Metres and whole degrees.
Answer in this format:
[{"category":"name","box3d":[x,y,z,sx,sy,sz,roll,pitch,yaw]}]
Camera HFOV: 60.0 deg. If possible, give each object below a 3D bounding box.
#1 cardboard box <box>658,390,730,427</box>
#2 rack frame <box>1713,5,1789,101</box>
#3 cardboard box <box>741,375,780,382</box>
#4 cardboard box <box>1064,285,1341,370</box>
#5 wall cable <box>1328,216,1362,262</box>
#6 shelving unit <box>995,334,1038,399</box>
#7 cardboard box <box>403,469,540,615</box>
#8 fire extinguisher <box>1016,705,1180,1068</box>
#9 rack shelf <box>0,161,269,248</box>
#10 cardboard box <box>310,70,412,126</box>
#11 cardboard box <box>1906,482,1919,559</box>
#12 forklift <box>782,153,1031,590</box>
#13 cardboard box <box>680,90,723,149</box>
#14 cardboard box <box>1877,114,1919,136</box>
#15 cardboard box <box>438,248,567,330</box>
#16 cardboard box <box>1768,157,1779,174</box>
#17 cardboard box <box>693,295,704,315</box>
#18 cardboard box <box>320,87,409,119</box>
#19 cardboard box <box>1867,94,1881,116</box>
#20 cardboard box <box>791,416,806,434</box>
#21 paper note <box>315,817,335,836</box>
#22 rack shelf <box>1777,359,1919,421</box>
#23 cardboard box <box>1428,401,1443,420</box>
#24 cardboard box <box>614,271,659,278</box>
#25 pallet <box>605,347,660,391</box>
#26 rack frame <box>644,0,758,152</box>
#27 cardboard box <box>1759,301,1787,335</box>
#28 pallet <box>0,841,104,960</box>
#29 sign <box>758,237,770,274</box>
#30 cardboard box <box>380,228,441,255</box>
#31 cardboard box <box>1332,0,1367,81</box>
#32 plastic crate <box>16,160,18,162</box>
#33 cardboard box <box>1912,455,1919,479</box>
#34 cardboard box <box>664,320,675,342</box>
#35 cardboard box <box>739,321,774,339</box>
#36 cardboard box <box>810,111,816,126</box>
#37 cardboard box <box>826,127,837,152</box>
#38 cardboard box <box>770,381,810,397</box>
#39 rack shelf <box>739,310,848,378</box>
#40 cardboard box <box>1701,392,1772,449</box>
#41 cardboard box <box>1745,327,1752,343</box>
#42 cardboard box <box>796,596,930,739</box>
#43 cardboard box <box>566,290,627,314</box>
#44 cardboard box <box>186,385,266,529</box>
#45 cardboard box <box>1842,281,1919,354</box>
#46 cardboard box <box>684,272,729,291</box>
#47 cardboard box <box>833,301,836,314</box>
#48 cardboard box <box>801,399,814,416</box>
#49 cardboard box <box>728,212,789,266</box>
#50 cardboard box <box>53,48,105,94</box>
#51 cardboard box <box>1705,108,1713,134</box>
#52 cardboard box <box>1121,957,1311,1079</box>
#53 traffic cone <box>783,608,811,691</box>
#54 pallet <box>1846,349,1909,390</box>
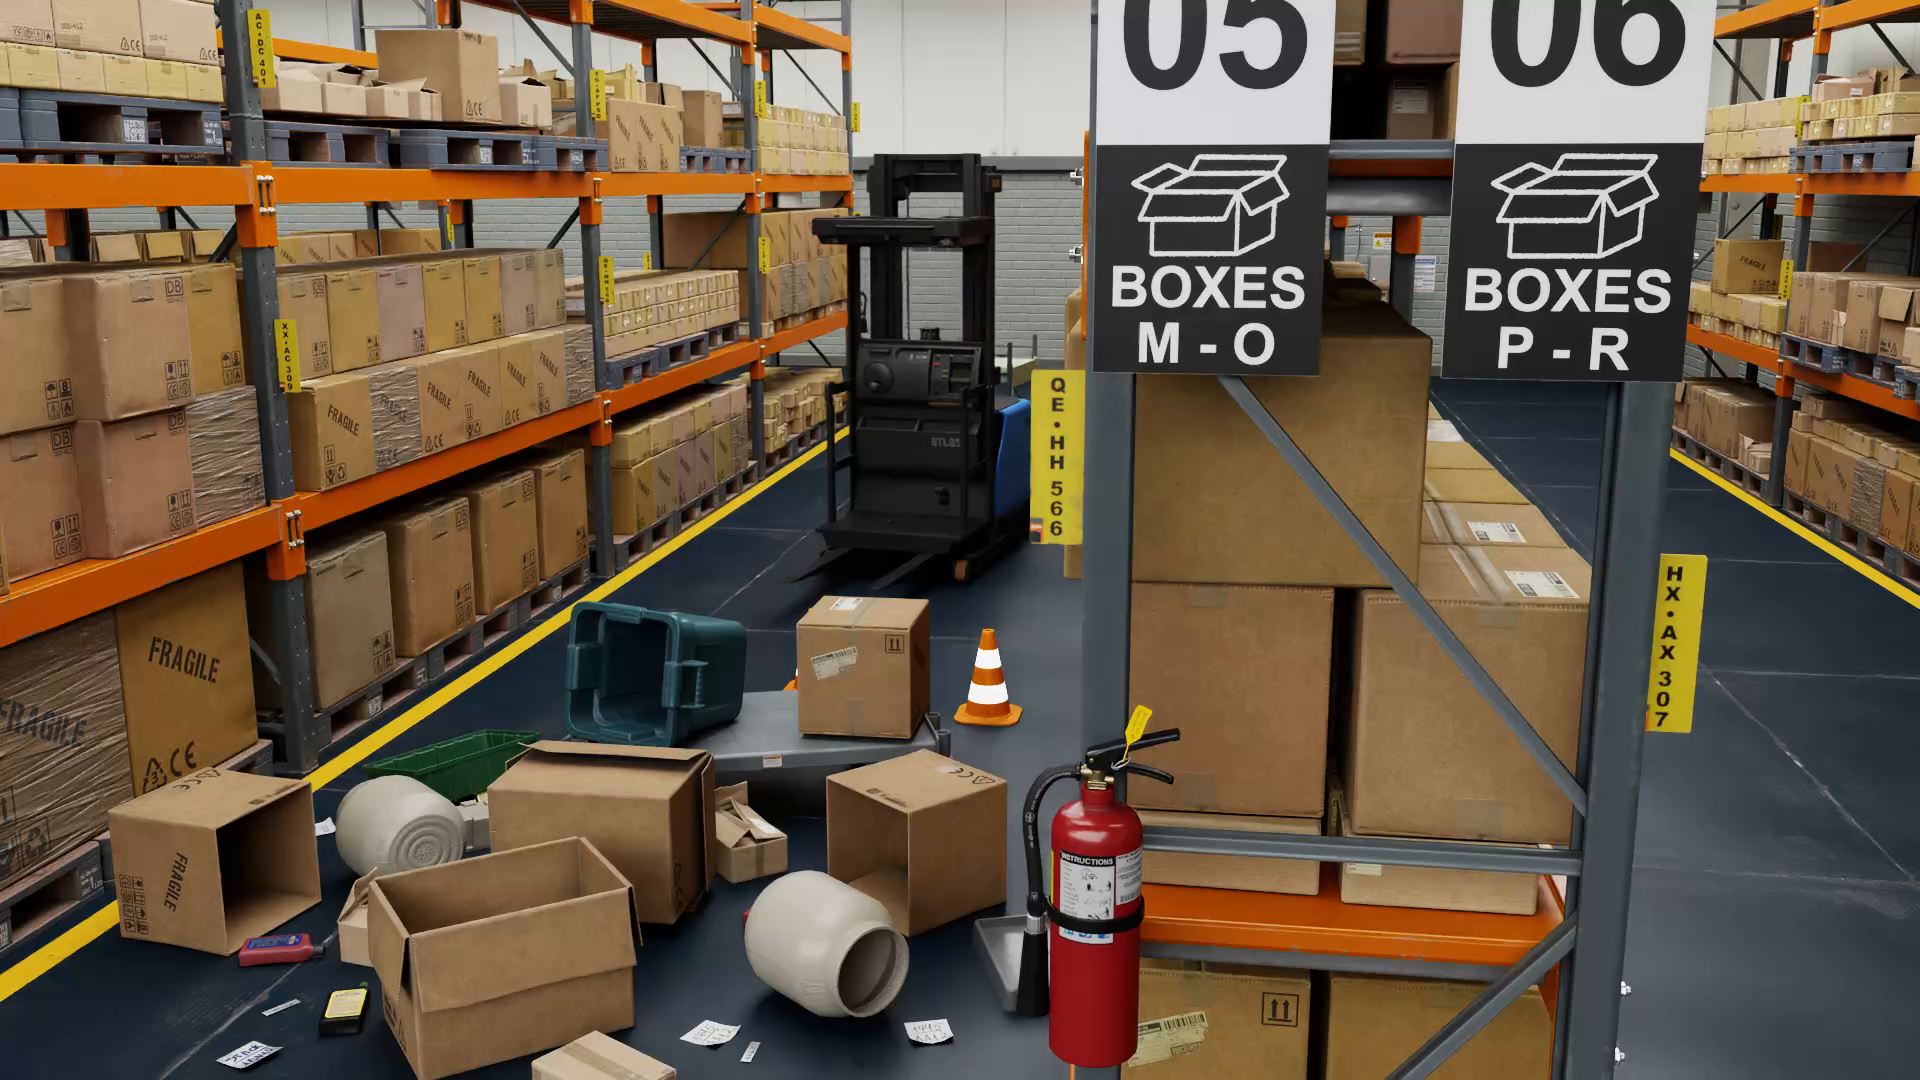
[{"category":"cardboard box","box3d":[-2.292,-1.127,14.258,0.500,0.250,0.500,2,12,11]},{"category":"rack frame","box3d":[8.092,-5.513,17.213,1.000,3.000,0.127,2,12,9]},{"category":"cardboard box","box3d":[-2.181,-1.720,18.212,0.380,0.149,0.250,1,12,6]},{"category":"cardboard box","box3d":[0.651,-0.420,4.507,0.700,0.500,0.500,2,12,8]},{"category":"wall cable","box3d":[5.434,-4.368,23.728,0.588,1.984,0.122,2,12,9]},{"category":"shelving unit","box3d":[0.332,-0.904,13.629,0.431,1.500,0.755,4,13,18]},{"category":"cardboard box","box3d":[-3.264,-0.014,10.280,1.050,0.750,0.750,2,12,10]},{"category":"fire extinguisher","box3d":[0.253,0.637,3.099,0.296,0.674,0.183,2,12,9]},{"category":"rack shelf","box3d":[-3.873,-1.080,5.471,1.077,0.370,4.000,2,12,9]},{"category":"cardboard box","box3d":[-3.435,-2.536,9.499,0.500,0.311,0.500,2,12,8]},{"category":"cardboard box","box3d":[6.802,-0.097,11.259,0.500,0.500,0.500,2,12,8]},{"category":"forklift","box3d":[-0.361,-1.230,11.742,1.130,2.935,3.031,4,13,18]},{"category":"cardboard box","box3d":[-2.502,-3.692,14.650,0.700,0.500,0.500,2,12,9]},{"category":"cardboard box","box3d":[6.827,-2.975,11.919,0.380,0.149,0.250,2,12,10]},{"category":"cardboard box","box3d":[-3.029,-1.659,10.959,0.700,0.500,0.500,2,12,8]},{"category":"cardboard box","box3d":[7.331,-3.282,14.577,0.380,0.149,0.250,2,12,11]},{"category":"cardboard box","box3d":[-2.360,-1.968,13.897,0.380,0.149,0.250,1,12,6]},{"category":"cardboard box","box3d":[-3.093,-2.262,8.613,0.380,0.149,0.250,2,12,9]},{"category":"cardboard box","box3d":[6.867,-3.172,12.128,0.380,0.149,0.250,2,12,9]},{"category":"cardboard box","box3d":[-1.802,-1.195,17.189,0.380,0.149,0.250,2,12,7]},{"category":"paper note","box3d":[-2.774,1.239,7.170,0.147,0.020,0.142,-7,14,-30]},{"category":"rack shelf","box3d":[7.169,-0.979,12.125,1.077,0.370,4.000,2,12,9]},{"category":"cardboard box","box3d":[1.446,-0.228,5.990,0.500,0.500,0.500,2,12,11]},{"category":"cardboard box","box3d":[-2.887,-2.295,14.708,0.380,0.149,0.250,2,12,10]},{"category":"pallet","box3d":[-2.946,-1.272,12.231,1.213,0.211,1.003,2,12,9]},{"category":"rack frame","box3d":[-2.335,-4.979,14.738,1.000,3.000,0.127,2,12,9]},{"category":"cardboard box","box3d":[7.314,-1.933,14.494,0.500,0.250,0.500,2,12,10]},{"category":"pallet","box3d":[-3.945,1.392,6.032,1.003,0.211,1.213,2,12,9]},{"category":"sign","box3d":[-1.786,-2.595,15.168,0.100,0.325,0.005,2,12,9]},{"category":"cardboard box","box3d":[-6.420,-3.390,19.473,0.500,0.500,0.500,2,12,9]},{"category":"cardboard box","box3d":[0.539,-1.063,3.336,0.500,0.250,0.500,2,12,8]},{"category":"plastic crate","box3d":[-11.369,-4.370,19.533,0.450,0.188,0.336,2,12,9]},{"category":"cardboard box","box3d":[6.868,-0.491,11.547,0.380,0.149,0.250,2,12,10]},{"category":"cardboard box","box3d":[-2.480,-1.659,13.172,0.380,0.149,0.250,2,12,9]},{"category":"cardboard box","box3d":[-1.968,-1.972,15.621,0.380,0.149,0.250,2,12,11]},{"category":"cardboard box","box3d":[-1.709,-4.367,17.241,0.380,0.149,0.250,2,12,10]},{"category":"cardboard box","box3d":[-1.617,-4.306,17.904,0.500,0.250,0.500,2,12,7]},{"category":"cardboard box","box3d":[-1.799,-1.594,17.628,0.380,0.149,0.250,1,12,7]},{"category":"rack shelf","box3d":[-2.027,-2.111,17.378,1.077,0.370,4.000,2,12,9]},{"category":"cardboard box","box3d":[7.554,-1.156,16.172,0.500,0.500,0.500,2,12,10]},{"category":"cardboard box","box3d":[7.378,-1.863,15.112,0.380,0.149,0.250,2,12,10]},{"category":"cardboard box","box3d":[-0.422,0.558,7.418,0.500,0.500,0.500,2,12,9]},{"category":"cardboard box","box3d":[-2.649,-1.733,12.103,0.380,0.149,0.250,2,12,7]},{"category":"cardboard box","box3d":[-3.610,-0.377,7.269,0.875,0.550,0.550,2,12,9]},{"category":"cardboard box","box3d":[6.981,-1.637,12.234,0.700,0.500,0.500,2,12,8]},{"category":"cardboard box","box3d":[-2.244,-2.274,14.613,0.380,0.149,0.250,2,12,7]},{"category":"cardboard box","box3d":[-1.590,-2.576,18.424,0.380,0.149,0.250,2,12,8]},{"category":"cardboard box","box3d":[-1.737,-1.390,17.387,0.380,0.149,0.250,2,12,9]},{"category":"cardboard box","box3d":[-1.960,-2.924,16.125,0.500,0.500,0.500,2,12,7]},{"category":"cardboard box","box3d":[-3.422,-1.733,6.158,0.380,0.149,0.250,2,12,9]},{"category":"cardboard box","box3d":[7.679,-4.173,16.581,0.500,0.250,0.500,2,12,8]},{"category":"cardboard box","box3d":[0.592,1.188,4.112,0.500,0.500,0.500,2,12,9]},{"category":"traffic cone","box3d":[-0.795,0.602,9.102,0.336,0.463,0.334,2,12,9]},{"category":"pallet","box3d":[7.156,-1.226,12.017,1.003,0.211,1.213,2,12,9]}]
